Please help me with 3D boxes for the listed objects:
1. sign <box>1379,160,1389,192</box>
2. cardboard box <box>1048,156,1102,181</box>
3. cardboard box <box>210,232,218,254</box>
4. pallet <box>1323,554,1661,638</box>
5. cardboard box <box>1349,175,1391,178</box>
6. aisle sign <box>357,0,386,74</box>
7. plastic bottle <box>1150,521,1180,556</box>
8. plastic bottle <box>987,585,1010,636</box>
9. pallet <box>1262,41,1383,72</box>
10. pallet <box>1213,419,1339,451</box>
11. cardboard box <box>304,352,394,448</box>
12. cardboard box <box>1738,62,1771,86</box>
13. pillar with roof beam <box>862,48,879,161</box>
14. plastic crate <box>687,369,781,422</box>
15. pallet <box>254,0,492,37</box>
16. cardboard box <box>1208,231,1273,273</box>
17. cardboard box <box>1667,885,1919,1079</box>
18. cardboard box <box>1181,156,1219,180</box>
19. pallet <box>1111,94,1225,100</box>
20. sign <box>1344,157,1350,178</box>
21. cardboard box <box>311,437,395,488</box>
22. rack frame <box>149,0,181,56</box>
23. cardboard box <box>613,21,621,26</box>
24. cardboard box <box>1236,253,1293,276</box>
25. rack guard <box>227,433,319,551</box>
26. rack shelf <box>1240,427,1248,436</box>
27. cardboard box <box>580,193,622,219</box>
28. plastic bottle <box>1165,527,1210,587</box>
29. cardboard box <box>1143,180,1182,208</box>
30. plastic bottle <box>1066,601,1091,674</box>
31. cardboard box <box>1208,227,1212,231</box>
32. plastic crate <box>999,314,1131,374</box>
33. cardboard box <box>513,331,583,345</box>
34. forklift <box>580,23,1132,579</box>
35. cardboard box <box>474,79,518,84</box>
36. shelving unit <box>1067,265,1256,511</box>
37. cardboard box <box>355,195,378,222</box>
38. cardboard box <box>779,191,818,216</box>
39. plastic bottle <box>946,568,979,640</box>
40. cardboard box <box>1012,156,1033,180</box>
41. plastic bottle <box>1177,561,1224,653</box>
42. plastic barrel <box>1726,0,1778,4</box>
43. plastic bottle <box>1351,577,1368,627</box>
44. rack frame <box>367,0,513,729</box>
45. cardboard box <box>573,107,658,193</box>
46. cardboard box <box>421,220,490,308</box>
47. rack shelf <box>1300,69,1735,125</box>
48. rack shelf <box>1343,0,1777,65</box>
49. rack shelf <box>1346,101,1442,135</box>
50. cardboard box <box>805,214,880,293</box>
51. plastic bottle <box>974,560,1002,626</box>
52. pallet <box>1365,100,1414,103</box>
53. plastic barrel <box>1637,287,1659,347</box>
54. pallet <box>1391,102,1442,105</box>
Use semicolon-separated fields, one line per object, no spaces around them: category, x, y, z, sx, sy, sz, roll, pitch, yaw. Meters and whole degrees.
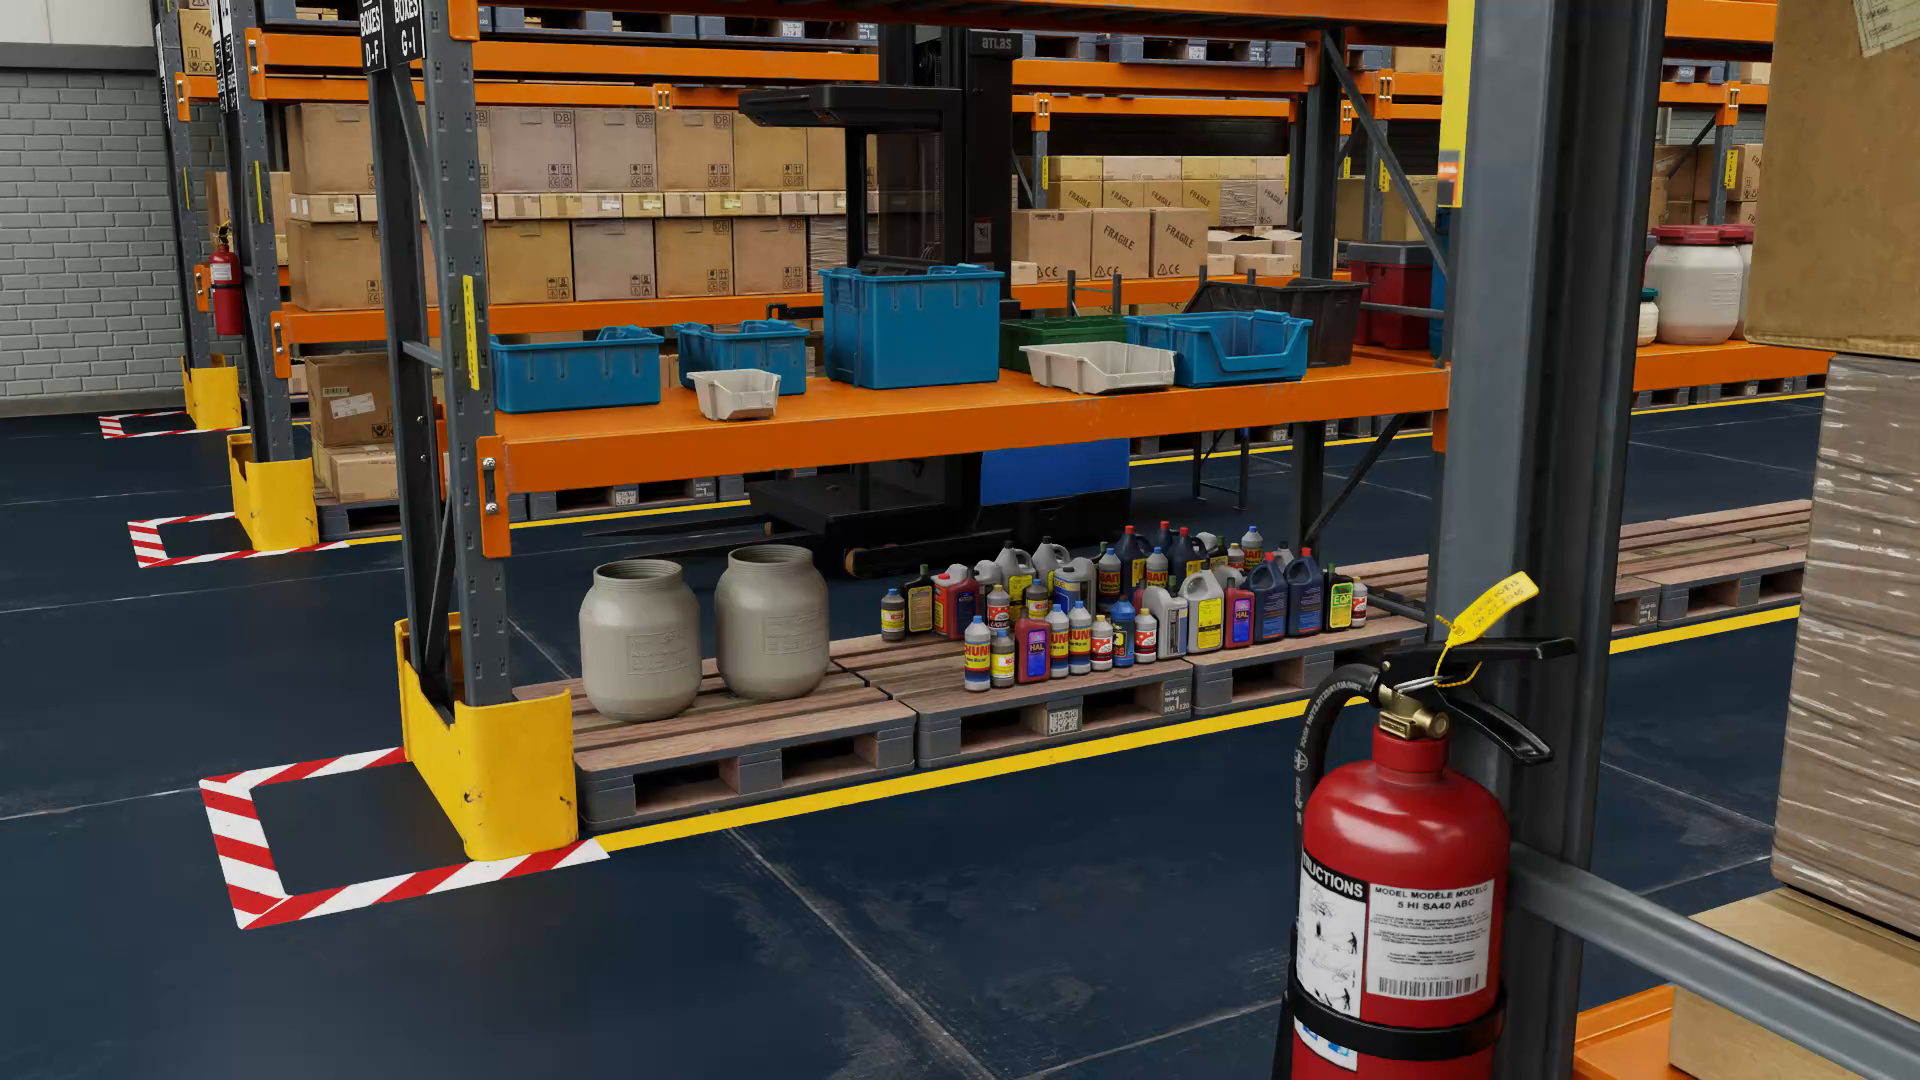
sign;3.245;-2.827;12.701;0.005;0.325;0.100;-7;14;-28
cardboard box;1.146;-3.893;17.419;0.500;0.250;0.500;-6;14;-27
cardboard box;-6.105;-2.504;14.201;0.500;0.250;0.500;-7;14;-27
pallet;2.506;0.277;7.895;1.213;0.211;1.003;-7;14;-28
cardboard box;4.594;-3.944;19.619;0.700;0.700;0.980;-7;14;-27
aisle sign;-1.881;-1.890;5.254;0.004;0.787;0.394;-7;14;-28
plastic bottle;0.928;0.090;7.409;0.185;0.351;0.144;-6;14;-26
plastic bottle;0.158;0.287;6.873;0.097;0.201;0.097;0;13;0
pallet;2.423;-3.651;12.600;1.003;0.211;1.213;-6;14;-25
pallet;2.235;-0.929;13.257;1.213;0.211;1.003;-7;14;-28
cardboard box;-3.718;-0.870;10.241;0.500;0.500;0.500;-7;14;-28
cardboard box;7.032;-4.183;14.874;0.500;0.250;0.500;-7;14;-28
pillar with roof beam;1.106;-5.450;13.330;0.400;9.000;9.100;-7;14;-28
plastic crate;-0.736;-0.476;5.491;0.250;0.136;0.298;-7;14;-28
pallet;-3.413;-3.017;9.551;1.213;0.211;1.003;-7;14;-28
cardboard box;2.098;-2.268;13.060;0.500;0.311;0.500;-7;14;-29
cardboard box;0.849;0.435;1.415;0.250;0.149;0.380;-7;14;-28
cardboard box;2.474;-4.055;18.139;0.500;0.250;0.500;-7;15;-29
pallet;2.119;-4.890;18.105;1.213;0.211;1.003;-6;14;-25
sign;4.379;-4.166;18.834;0.005;0.325;0.100;-7;14;-28
cardboard box;-3.717;-0.504;10.322;0.500;0.250;0.500;-7;14;-28
rack frame;-6.423;-5.408;13.144;0.127;3.000;1.000;-7;14;-28
cardboard box;-3.222;-4.807;14.754;0.500;0.500;0.500;-8;15;-33
cardboard box;2.319;-2.098;12.673;0.250;0.149;0.380;-7;14;-28
rack guard;-4.067;-0.305;9.826;0.348;0.500;1.175;-7;14;-28
rack shelf;1.221;-0.726;10.240;1.000;0.185;0.538;-8;15;-31
cardboard box;-2.249;-2.054;10.197;0.250;0.149;0.380;-7;14;-27
plastic bottle;0.997;0.118;7.286;0.185;0.351;0.144;-7;14;-28
cardboard box;2.048;-3.634;17.972;0.500;0.500;0.500;-7;14;-28
plastic bottle;0.453;0.367;6.358;0.097;0.271;0.097;0;13;0
cardboard box;2.574;-3.390;18.366;0.250;0.149;0.380;-6;14;-26
plastic crate;0.508;-0.801;6.819;0.662;0.188;0.450;-7;14;-28
cardboard box;-3.804;-1.780;15.379;0.500;0.500;0.500;-8;15;-32
forklift;-0.536;-1.358;8.967;3.031;2.935;1.130;-8;15;-31
cardboard box;-4.155;-4.207;14.365;0.500;0.500;0.500;-7;15;-30
shelving unit;1.221;-0.902;10.201;1.048;1.500;0.538;-8;15;-31
cardboard box;-3.368;-1.920;9.605;0.250;0.149;0.380;-7;15;-29
cardboard box;-1.118;-2.189;10.801;0.250;0.149;0.380;-7;15;-30
plastic bottle;0.012;0.260;6.806;0.133;0.283;0.061;-7;14;-28
cardboard box;0.873;-3.990;17.848;0.500;0.250;0.500;-6;14;-26
plastic bottle;0.956;0.262;6.643;0.185;0.351;0.144;-7;14;-28
plastic barrel;3.947;-2.973;8.178;0.708;0.830;0.600;-7;14;-28
plastic bottle;1.666;0.256;7.011;0.097;0.201;0.097;0;13;0
rack frame;-1.676;-0.572;5.319;0.127;3.000;1.000;-7;14;-28
cardboard box;-2.243;-2.423;10.362;0.500;0.500;0.700;-7;14;-28
cardboard box;-3.172;-1.679;10.008;0.500;0.500;0.700;-6;14;-26
rack shelf;4.731;-3.691;13.987;4.000;0.370;1.077;-7;14;-28
rack shelf;3.590;-2.316;7.873;4.000;0.370;1.077;-7;14;-28
rack shelf;5.865;-5.067;20.097;4.000;0.370;1.077;-7;14;-28
cardboard box;-0.922;-1.949;11.209;0.500;0.500;0.700;-7;15;-29
plastic bottle;0.082;0.229;6.963;0.135;0.276;0.152;-7;15;-29
pallet;4.833;-5.248;19.466;1.213;0.211;1.003;-7;14;-28
plastic barrel;3.070;-1.035;7.691;0.301;0.262;0.301;0;13;0
pallet;5.903;-5.375;20.032;1.213;0.211;1.003;-7;14;-28
